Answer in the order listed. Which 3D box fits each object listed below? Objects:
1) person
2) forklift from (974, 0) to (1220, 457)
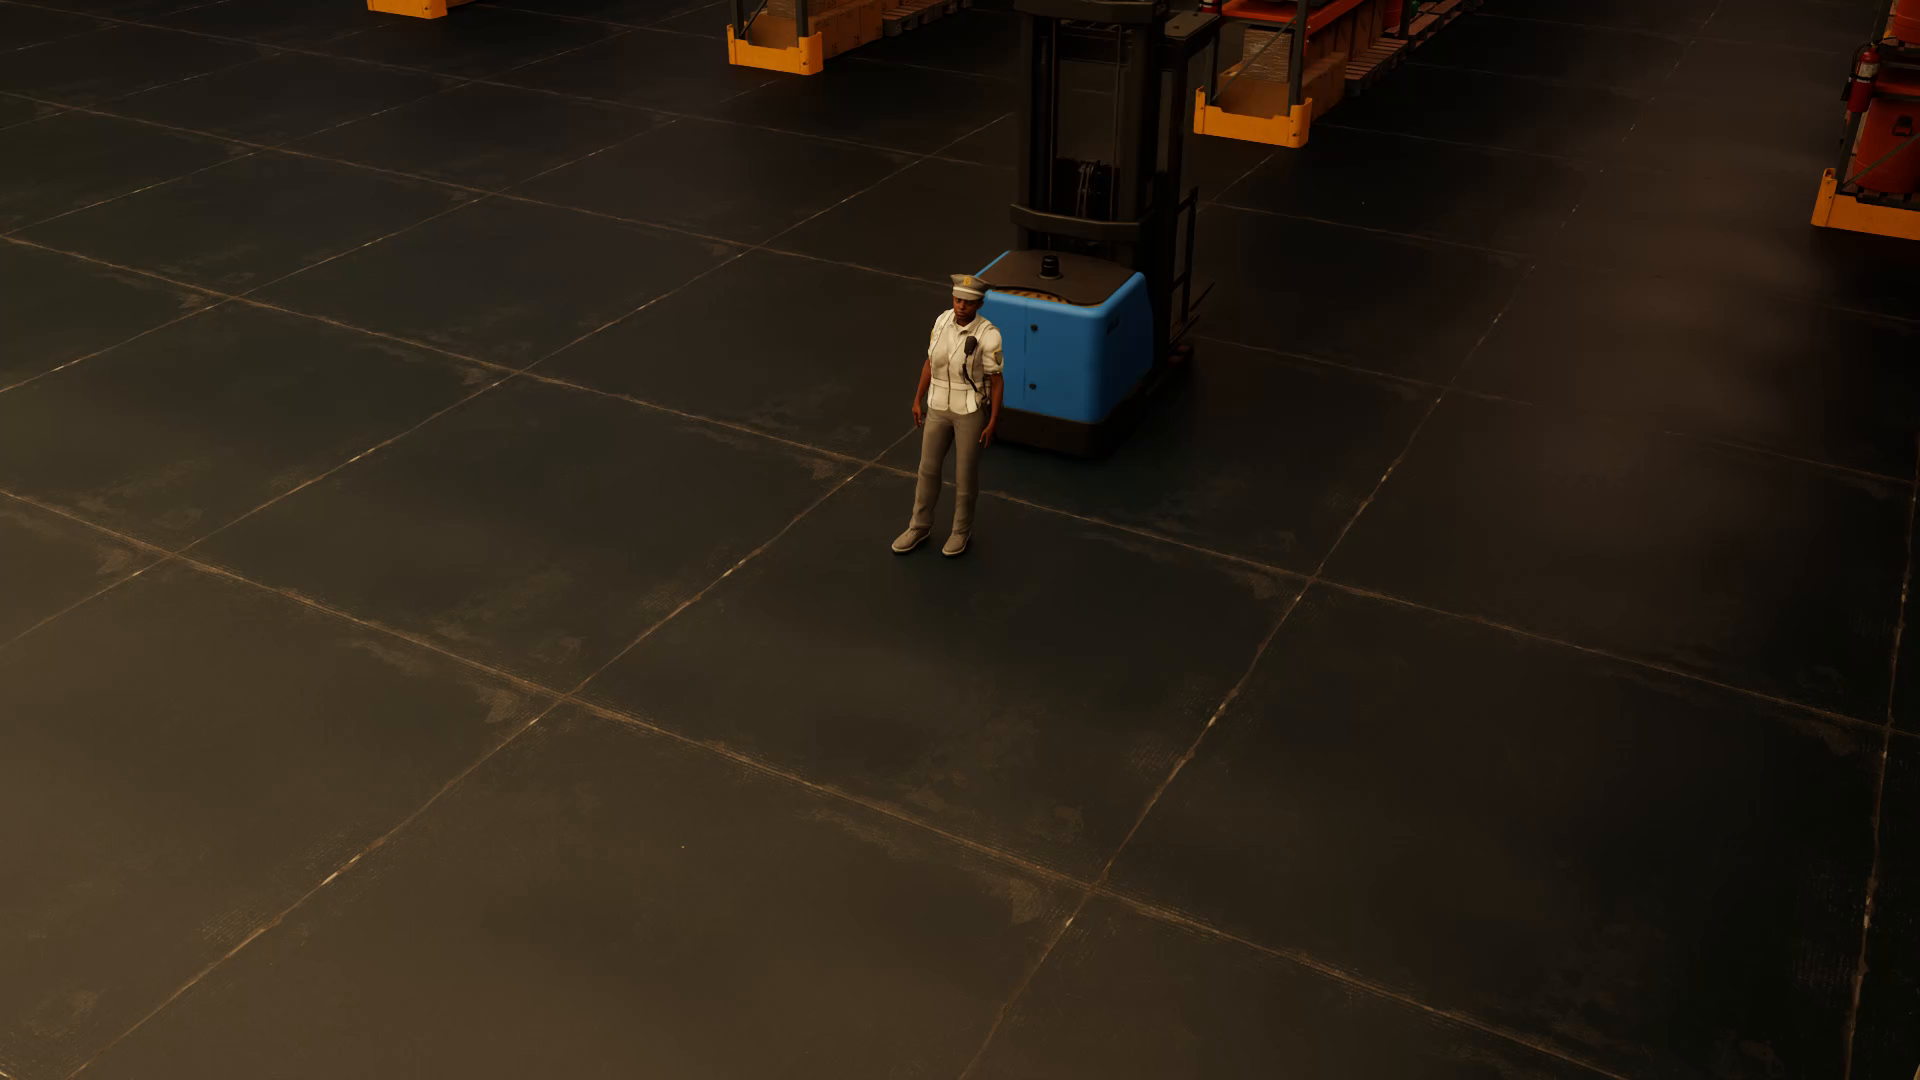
[{"bbox_3d":[-0.053,-0.712,9.526,0.570,1.697,0.528,15,33,25],"label":"person"},{"bbox_3d":[1.061,-2.524,11.444,1.130,2.935,3.031,13,33,22],"label":"forklift"}]
